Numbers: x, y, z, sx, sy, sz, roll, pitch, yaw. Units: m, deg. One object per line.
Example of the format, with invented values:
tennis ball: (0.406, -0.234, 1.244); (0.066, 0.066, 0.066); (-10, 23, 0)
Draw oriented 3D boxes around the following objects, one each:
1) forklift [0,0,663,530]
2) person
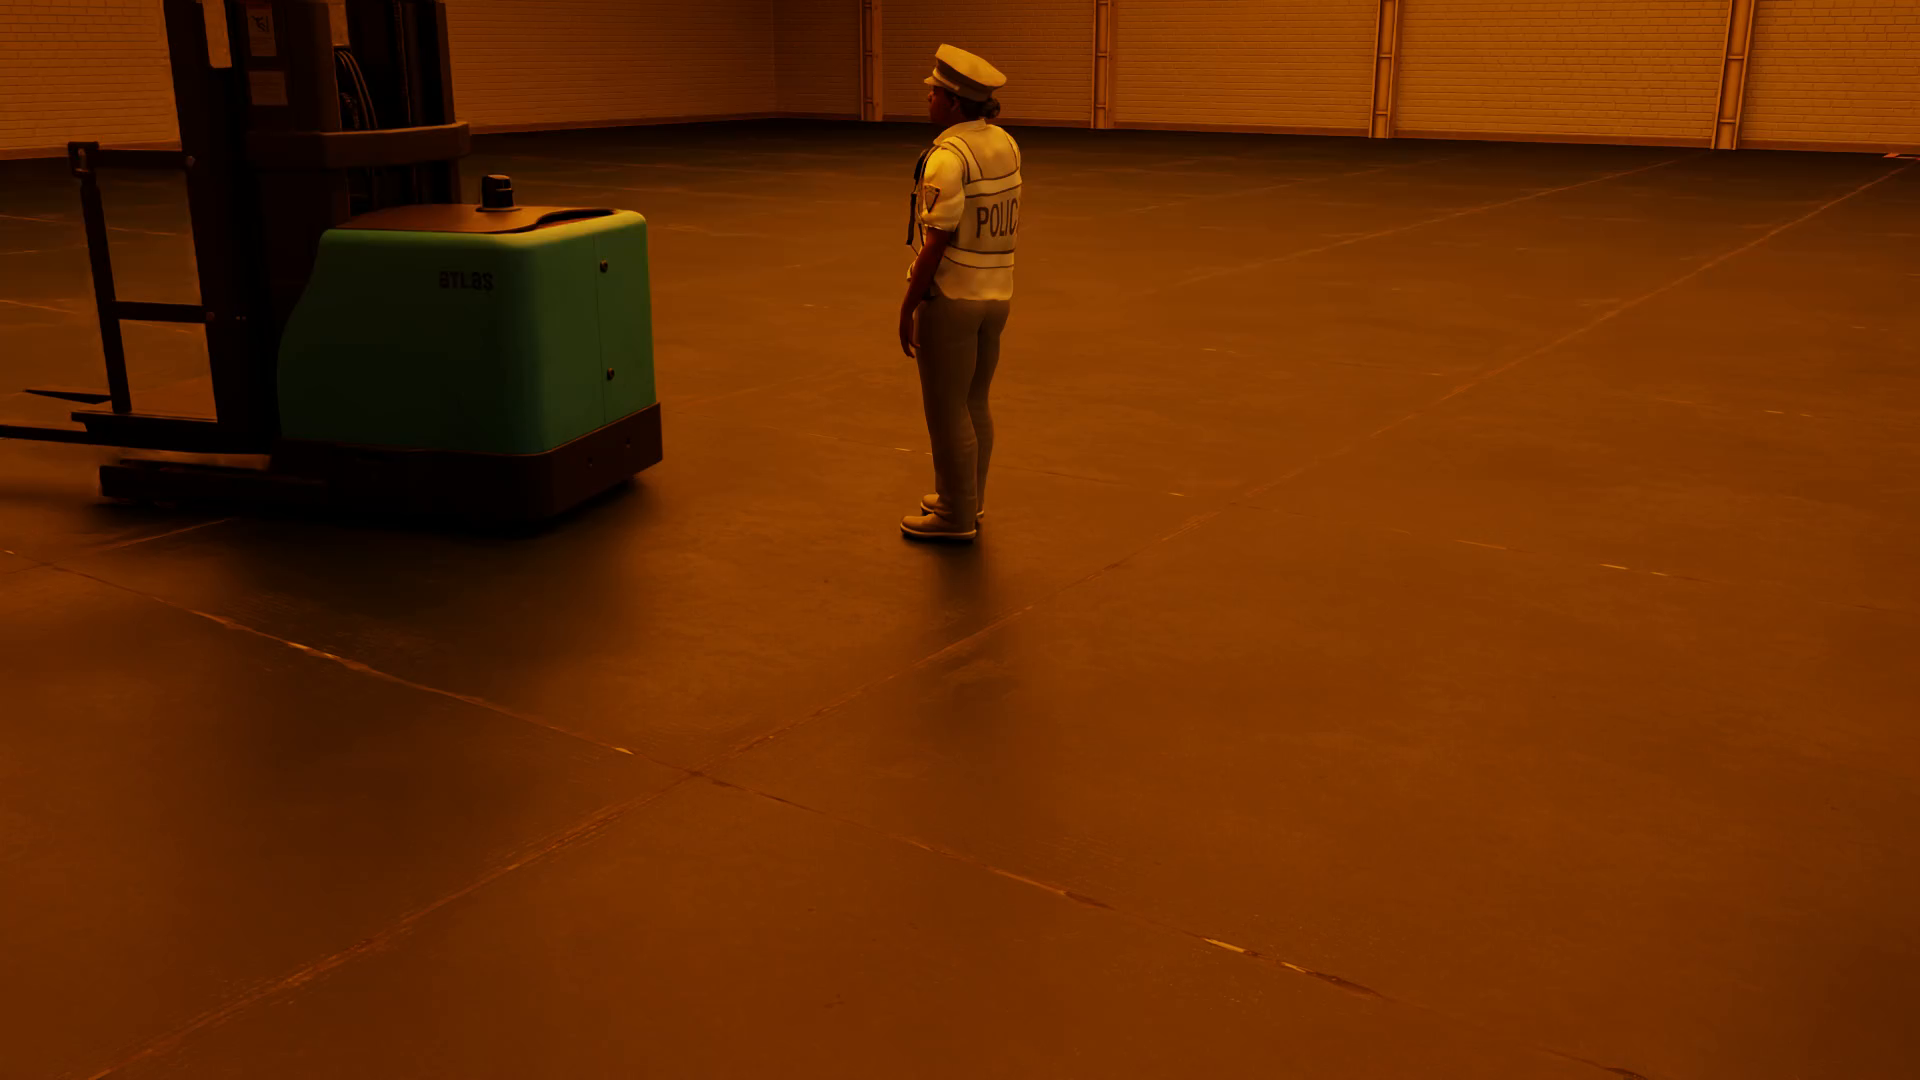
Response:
forklift: (-2.790, -1.661, 6.388); (3.031, 2.935, 1.130); (5, 17, 16)
person: (-0.050, -0.835, 5.760); (0.530, 1.694, 0.569); (11, 20, 33)
